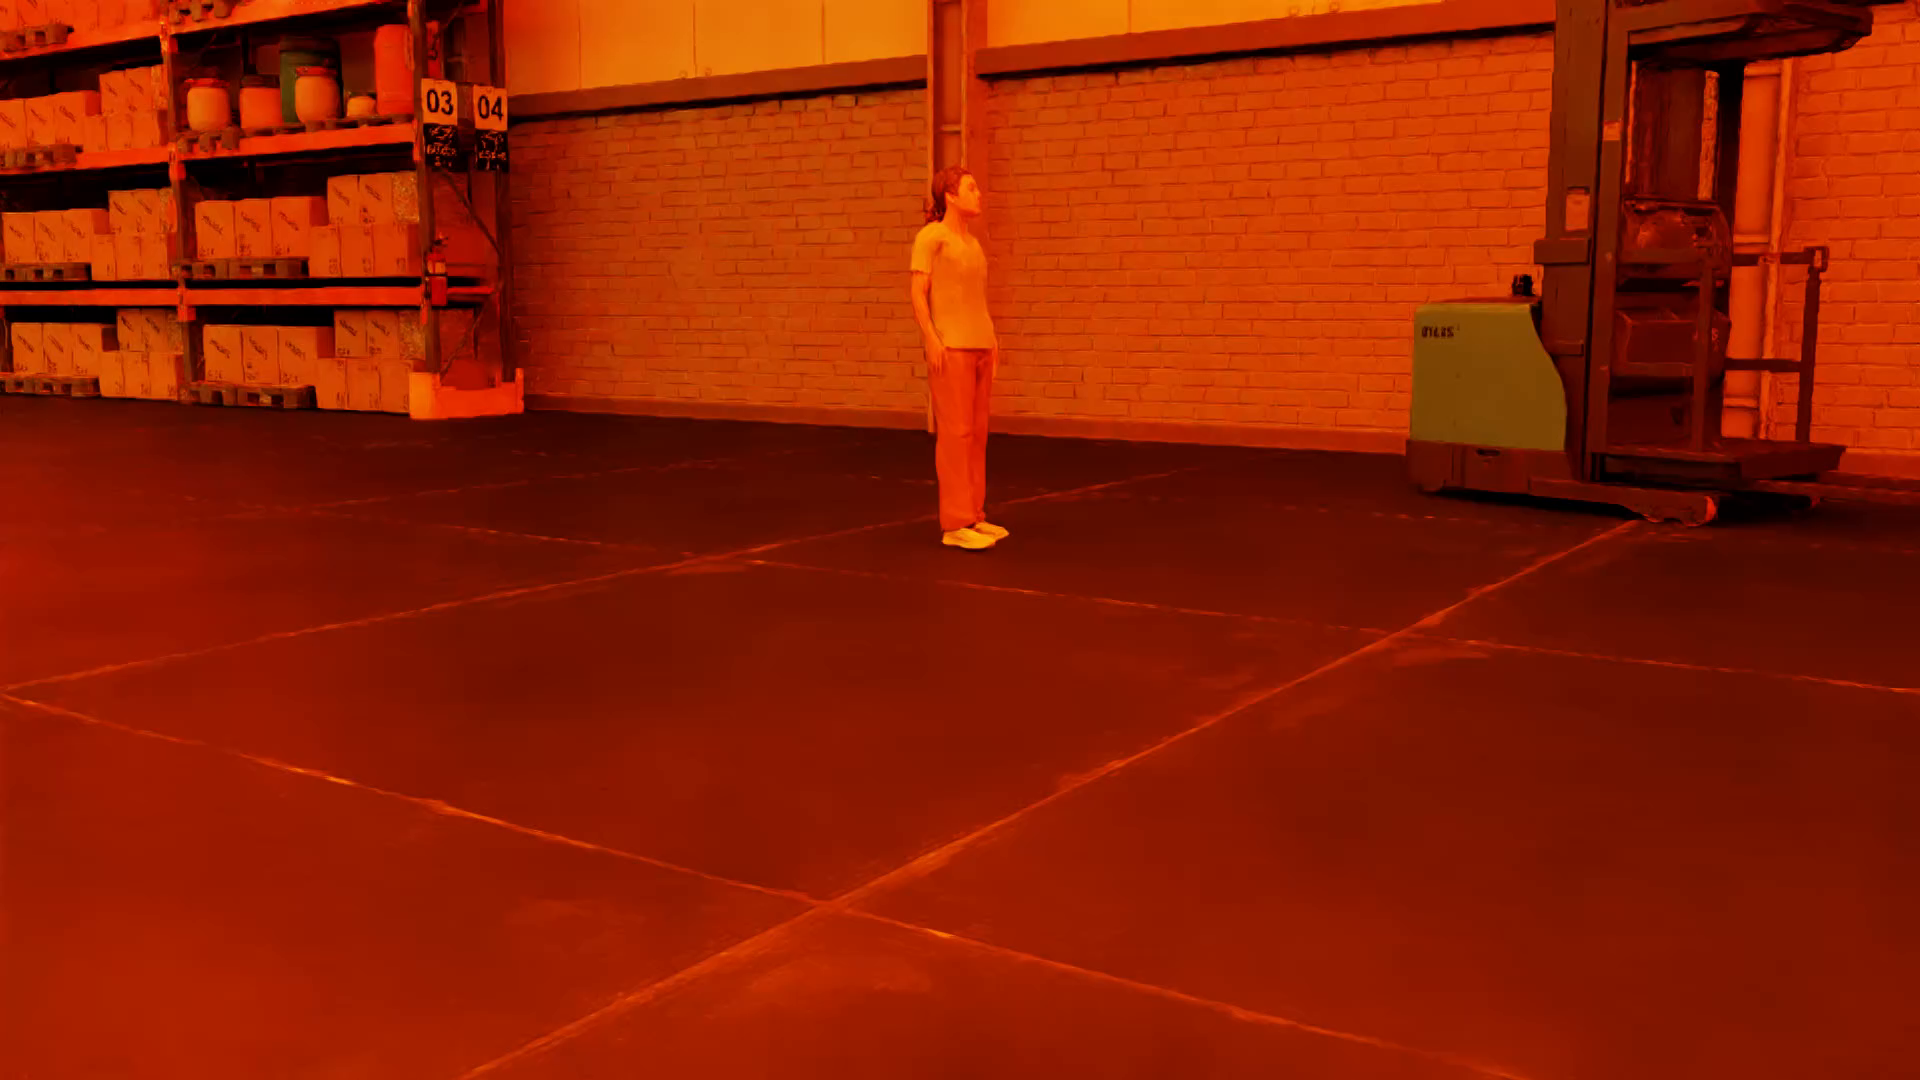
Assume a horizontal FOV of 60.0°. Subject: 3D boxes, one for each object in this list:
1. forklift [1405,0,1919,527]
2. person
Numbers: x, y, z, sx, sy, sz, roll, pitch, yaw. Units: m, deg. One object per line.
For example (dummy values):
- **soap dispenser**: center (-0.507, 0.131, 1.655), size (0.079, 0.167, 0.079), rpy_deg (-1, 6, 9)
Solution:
- **forklift**: center (3.809, -1.592, 8.387), size (1.130, 2.935, 3.031), rpy_deg (-6, 10, -36)
- **person**: center (0.010, -0.868, 7.471), size (0.426, 1.609, 0.536), rpy_deg (5, 10, 34)
